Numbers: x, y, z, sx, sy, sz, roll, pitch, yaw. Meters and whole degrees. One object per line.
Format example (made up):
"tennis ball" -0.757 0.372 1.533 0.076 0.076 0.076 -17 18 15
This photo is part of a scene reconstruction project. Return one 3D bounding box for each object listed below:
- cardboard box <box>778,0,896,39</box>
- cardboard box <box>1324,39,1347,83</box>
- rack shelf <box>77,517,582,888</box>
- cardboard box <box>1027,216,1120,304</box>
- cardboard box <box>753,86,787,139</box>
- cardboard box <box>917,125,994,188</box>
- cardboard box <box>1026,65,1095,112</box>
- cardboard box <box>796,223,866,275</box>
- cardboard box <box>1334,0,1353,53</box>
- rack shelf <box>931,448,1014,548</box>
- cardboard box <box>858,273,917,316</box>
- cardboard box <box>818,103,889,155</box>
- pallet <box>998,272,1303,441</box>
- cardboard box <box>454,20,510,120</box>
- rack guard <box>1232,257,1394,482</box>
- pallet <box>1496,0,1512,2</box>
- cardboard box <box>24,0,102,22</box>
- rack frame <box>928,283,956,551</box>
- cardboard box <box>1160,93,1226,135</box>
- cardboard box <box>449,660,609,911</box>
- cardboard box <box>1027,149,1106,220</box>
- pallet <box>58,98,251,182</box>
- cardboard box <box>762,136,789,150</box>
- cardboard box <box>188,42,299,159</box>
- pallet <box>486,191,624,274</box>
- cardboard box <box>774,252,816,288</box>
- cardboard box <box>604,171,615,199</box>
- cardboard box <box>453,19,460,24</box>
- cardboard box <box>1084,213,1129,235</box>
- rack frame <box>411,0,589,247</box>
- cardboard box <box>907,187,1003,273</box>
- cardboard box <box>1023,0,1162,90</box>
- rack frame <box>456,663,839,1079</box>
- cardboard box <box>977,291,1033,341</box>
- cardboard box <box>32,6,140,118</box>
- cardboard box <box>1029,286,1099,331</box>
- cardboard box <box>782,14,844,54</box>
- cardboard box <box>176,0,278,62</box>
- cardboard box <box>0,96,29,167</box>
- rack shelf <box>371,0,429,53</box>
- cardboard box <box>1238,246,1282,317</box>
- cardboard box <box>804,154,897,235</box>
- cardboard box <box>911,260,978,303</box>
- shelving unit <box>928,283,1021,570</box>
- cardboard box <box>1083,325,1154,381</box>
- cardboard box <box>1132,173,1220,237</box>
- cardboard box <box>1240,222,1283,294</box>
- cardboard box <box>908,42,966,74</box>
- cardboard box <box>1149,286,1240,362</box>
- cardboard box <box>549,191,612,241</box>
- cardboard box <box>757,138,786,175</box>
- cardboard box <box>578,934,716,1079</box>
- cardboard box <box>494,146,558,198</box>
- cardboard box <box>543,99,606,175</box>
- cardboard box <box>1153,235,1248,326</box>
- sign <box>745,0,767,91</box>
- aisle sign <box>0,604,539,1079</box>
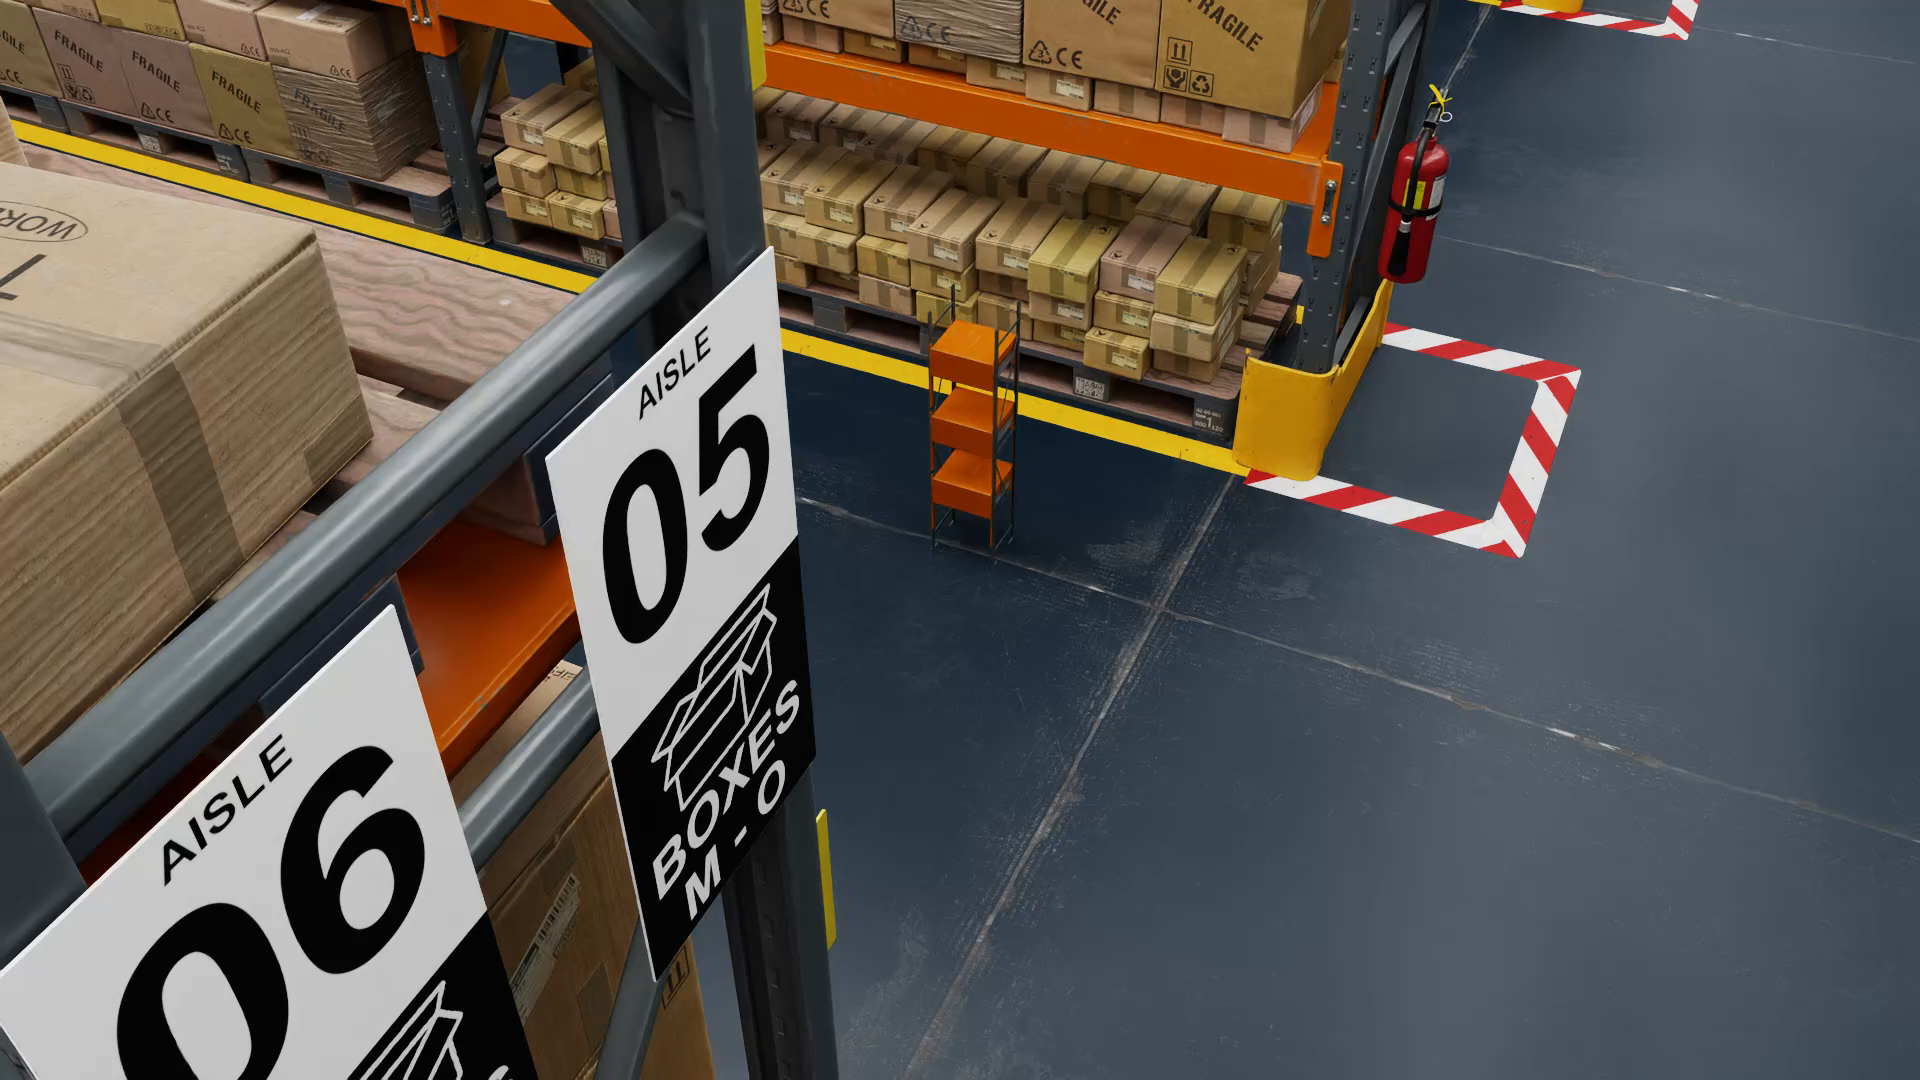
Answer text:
"cardboard box" -0.357 -2.268 6.273 0.500 0.500 0.500 19 44 21
"cardboard box" 1.380 -1.911 6.357 0.250 0.149 0.380 17 44 18
"rack shelf" -2.279 -0.171 2.417 4.000 0.370 1.077 17 44 19
"cardboard box" 0.456 -1.124 6.659 0.250 0.149 0.380 16 43 18
"cardboard box" -0.978 -1.962 7.625 0.250 0.149 0.380 18 44 20
"cardboard box" 0.003 -1.728 7.355 0.250 0.149 0.380 18 44 19
"cardboard box" 0.436 -1.758 6.180 0.250 0.149 0.380 18 44 20
"cardboard box" -0.496 -1.313 7.103 0.250 0.149 0.380 17 44 19
"cardboard box" 1.245 -2.160 6.149 0.500 0.500 0.500 19 44 21
"rack shelf" 0.048 -0.164 6.078 0.240 0.259 0.215 17 44 19
"cardboard box" -0.235 -1.142 7.134 0.250 0.149 0.380 18 44 19
"cardboard box" -0.444 -1.874 7.524 0.250 0.149 0.380 16 43 17
"pallet" 0.745 -0.935 7.168 1.213 0.211 1.003 17 44 19
"cardboard box" -2.647 -2.406 8.323 0.500 0.500 0.500 19 44 20
"rack guard" 1.466 -0.798 6.789 0.348 0.500 1.175 17 44 19
"pallet" 2.966 -3.759 10.426 1.213 0.211 1.003 17 44 19
"cardboard box" -4.290 -2.815 8.223 0.500 0.250 0.500 17 44 19
"rack frame" -0.062 -0.416 5.928 0.008 1.050 0.200 17 44 19
"cardboard box" 0.911 -1.641 6.045 0.250 0.149 0.380 17 44 19
"cardboard box" -0.671 0.321 2.255 0.250 0.149 0.380 18 44 20
"cardboard box" 0.469 -1.545 7.144 0.250 0.149 0.380 15 43 17
"pallet" -3.906 -2.328 8.774 1.213 0.211 1.003 17 44 19
"cardboard box" -0.744 -1.807 7.673 0.250 0.149 0.380 18 44 20
"cardboard box" -3.332 -2.241 8.134 0.500 0.500 0.500 16 43 18
"pallet" -1.466 -1.611 7.947 1.213 0.211 1.003 17 44 19
"cardboard box" -0.703 -1.284 7.298 0.250 0.149 0.380 16 43 17
"cardboard box" -1.393 -1.670 7.516 0.250 0.149 0.380 17 44 18
"cardboard box" -2.648 -2.689 8.077 0.500 0.250 0.500 15 43 17
"cardboard box" 0.685 -1.338 7.132 0.250 0.149 0.380 18 44 19
"rack frame" -2.090 -2.830 7.224 0.127 3.000 1.000 17 44 19
"cardboard box" -0.019 -1.275 6.833 0.250 0.149 0.380 19 44 20
"cardboard box" 0.554 -1.989 5.952 0.500 0.500 0.500 16 44 18
"rack frame" -0.466 1.244 2.524 0.127 3.000 1.000 17 44 19
"cardboard box" 0.262 -1.021 6.994 0.250 0.149 0.380 17 44 19
"cardboard box" -4.257 -2.528 8.464 0.500 0.500 0.500 16 43 18
"cardboard box" 0.464 -1.035 6.783 0.250 0.149 0.380 15 43 17
"cardboard box" -0.495 -2.079 6.551 0.250 0.149 0.380 19 44 20
"cardboard box" -3.332 -2.534 7.898 0.500 0.250 0.500 19 44 21
"cardboard box" -1.355 -0.429 1.959 0.250 0.149 0.380 19 44 20
"rack shelf" -3.902 -3.112 8.099 4.000 0.370 1.077 17 44 19
"cardboard box" 1.196 -1.138 7.129 0.250 0.149 0.380 18 44 19
"cardboard box" -0.460 -1.470 7.057 0.250 0.149 0.380 17 44 19
"cardboard box" -0.010 -1.171 6.940 0.250 0.149 0.380 18 44 19
"shelving unit" 0.048 -0.382 5.889 0.252 1.050 0.215 17 44 19
"cardboard box" 0.694 -0.836 6.781 0.250 0.149 0.380 18 44 20
"cardboard box" 0.903 -1.380 6.954 0.250 0.149 0.380 18 44 19
"cardboard box" 1.169 -1.213 6.988 0.250 0.149 0.380 19 44 20
"cardboard box" -0.010 -1.959 6.411 0.250 0.149 0.380 15 43 17
"cardboard box" 0.936 -0.893 6.618 0.250 0.149 0.380 16 43 18
"cardboard box" -1.655 -1.546 7.599 0.250 0.149 0.380 18 44 20
"cardboard box" -0.949 -1.588 7.193 0.250 0.149 0.380 18 44 20
"cardboard box" -0.780 0.903 2.842 0.500 0.500 0.500 17 44 18
"cardboard box" -1.897 -1.733 7.588 0.250 0.149 0.380 19 44 21
"cardboard box" -1.641 -1.806 7.445 0.250 0.149 0.380 19 44 21
"cardboard box" 0.948 -1.024 6.543 0.250 0.149 0.380 17 44 19
"sign" -0.226 -0.577 1.608 0.005 0.325 0.100 17 44 19
"aisle sign" -0.532 0.466 1.438 0.004 0.787 0.394 17 44 19
